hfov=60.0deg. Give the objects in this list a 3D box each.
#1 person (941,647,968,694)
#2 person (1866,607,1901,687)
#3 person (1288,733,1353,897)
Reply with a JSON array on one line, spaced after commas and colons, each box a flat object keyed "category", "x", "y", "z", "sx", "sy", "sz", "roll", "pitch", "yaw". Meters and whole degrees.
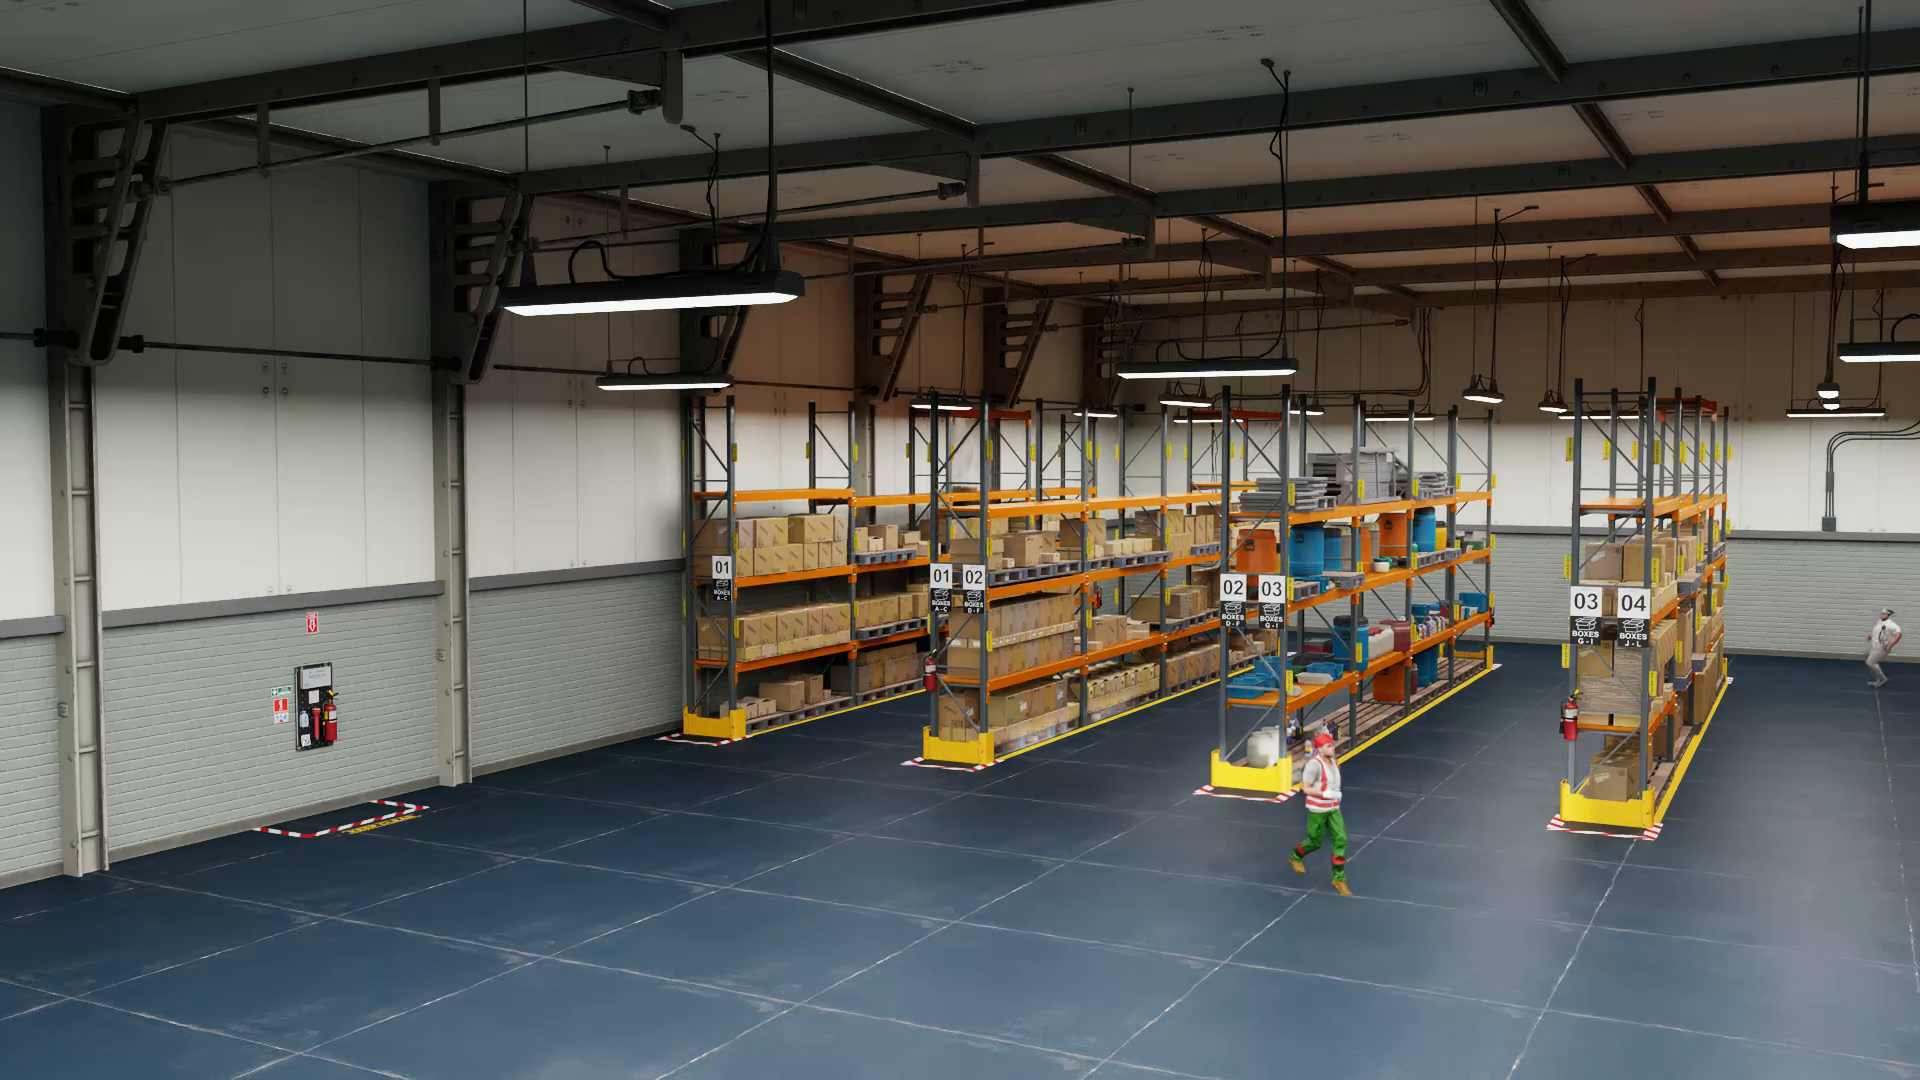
[{"category": "person", "x": 0.007, "y": 2.547, "z": 30.475, "sx": 0.714, "sy": 1.769, "sz": 1.032, "roll": 1, "pitch": 3, "yaw": 23}, {"category": "person", "x": 19.668, "y": 2.298, "z": 35.517, "sx": 0.584, "sy": 1.763, "sz": 0.680, "roll": 0, "pitch": 3, "yaw": 9}, {"category": "person", "x": 4.138, "y": 3.118, "z": 19.089, "sx": 0.692, "sy": 1.831, "sz": 0.951, "roll": -2, "pitch": 4, "yaw": -37}]
